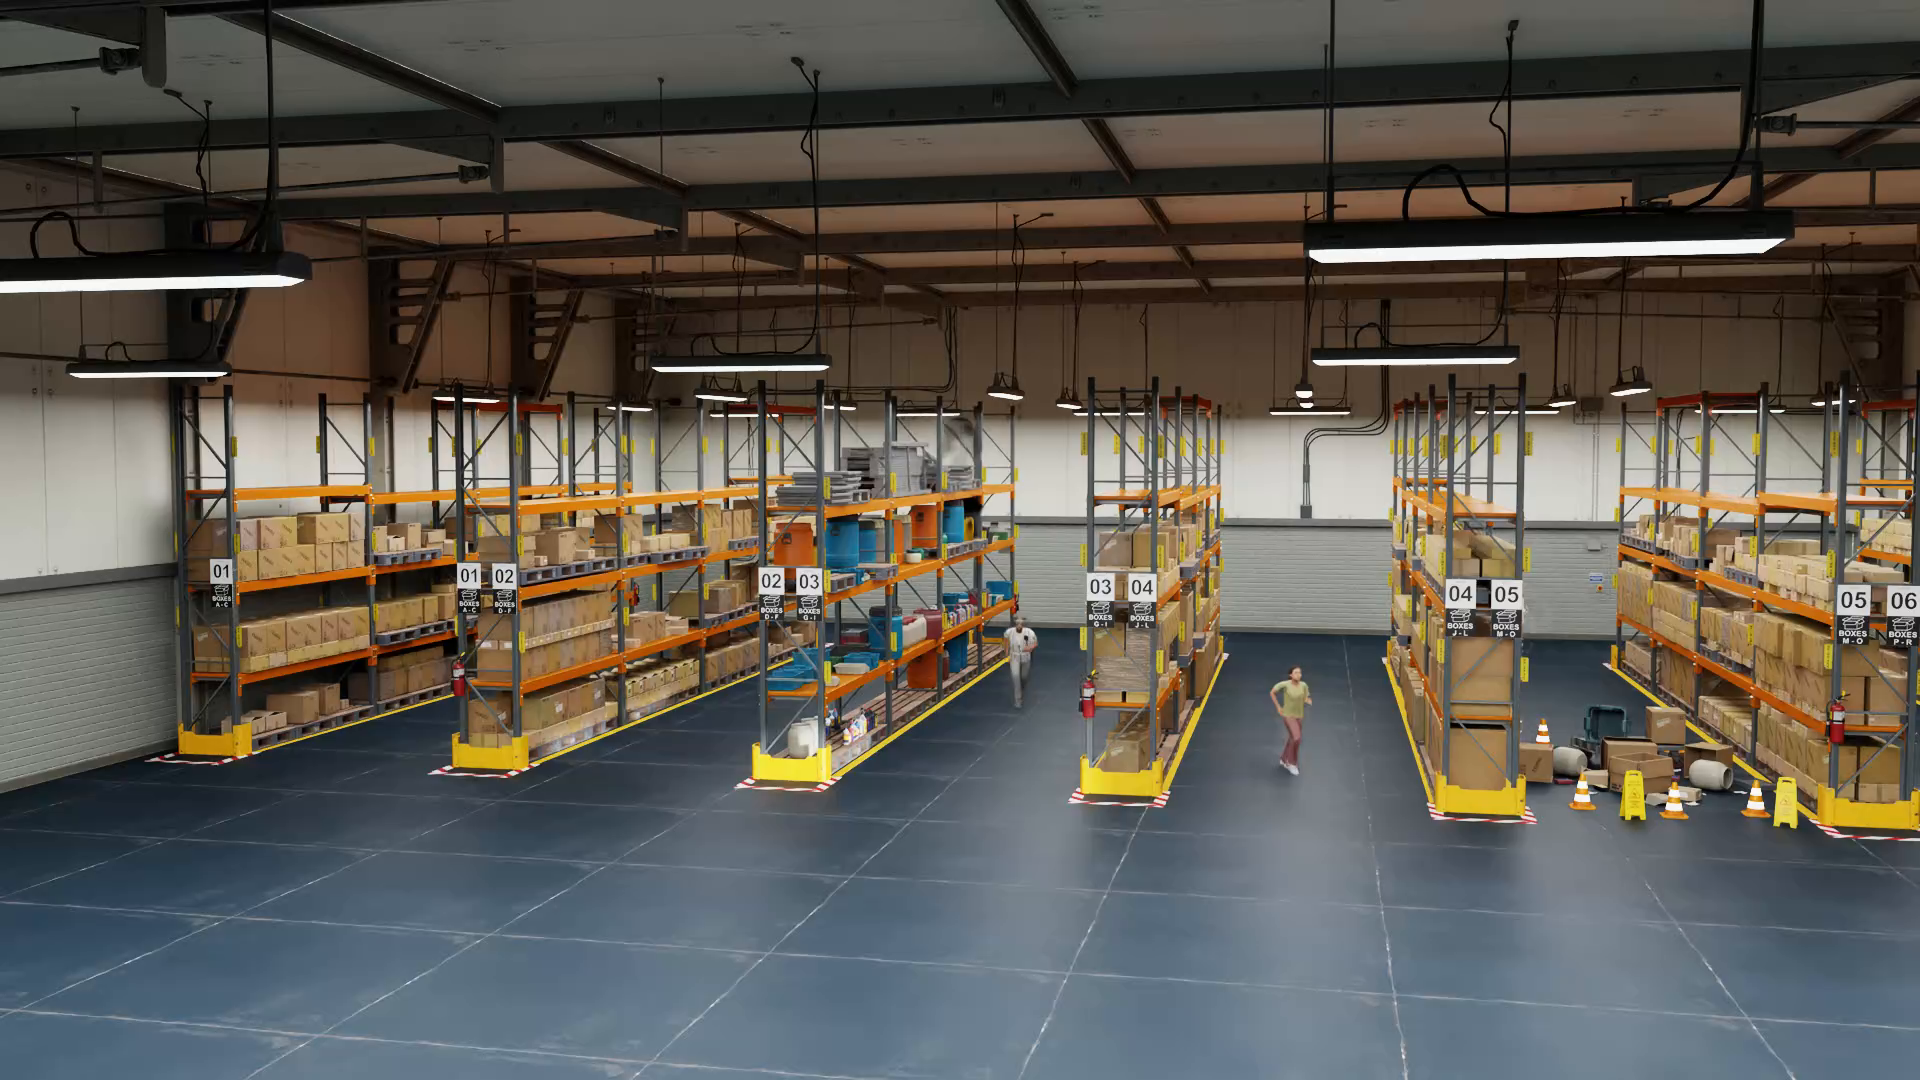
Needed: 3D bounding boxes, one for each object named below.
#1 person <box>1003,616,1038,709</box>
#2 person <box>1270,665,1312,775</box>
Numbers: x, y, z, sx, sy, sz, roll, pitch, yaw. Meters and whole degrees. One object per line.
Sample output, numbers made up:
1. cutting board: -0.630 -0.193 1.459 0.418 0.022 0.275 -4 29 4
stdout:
1. person: 1.176 2.336 32.285 0.662 1.790 1.088 0 3 0
2. person: 5.101 2.755 25.521 0.579 1.695 0.741 -1 3 -18
